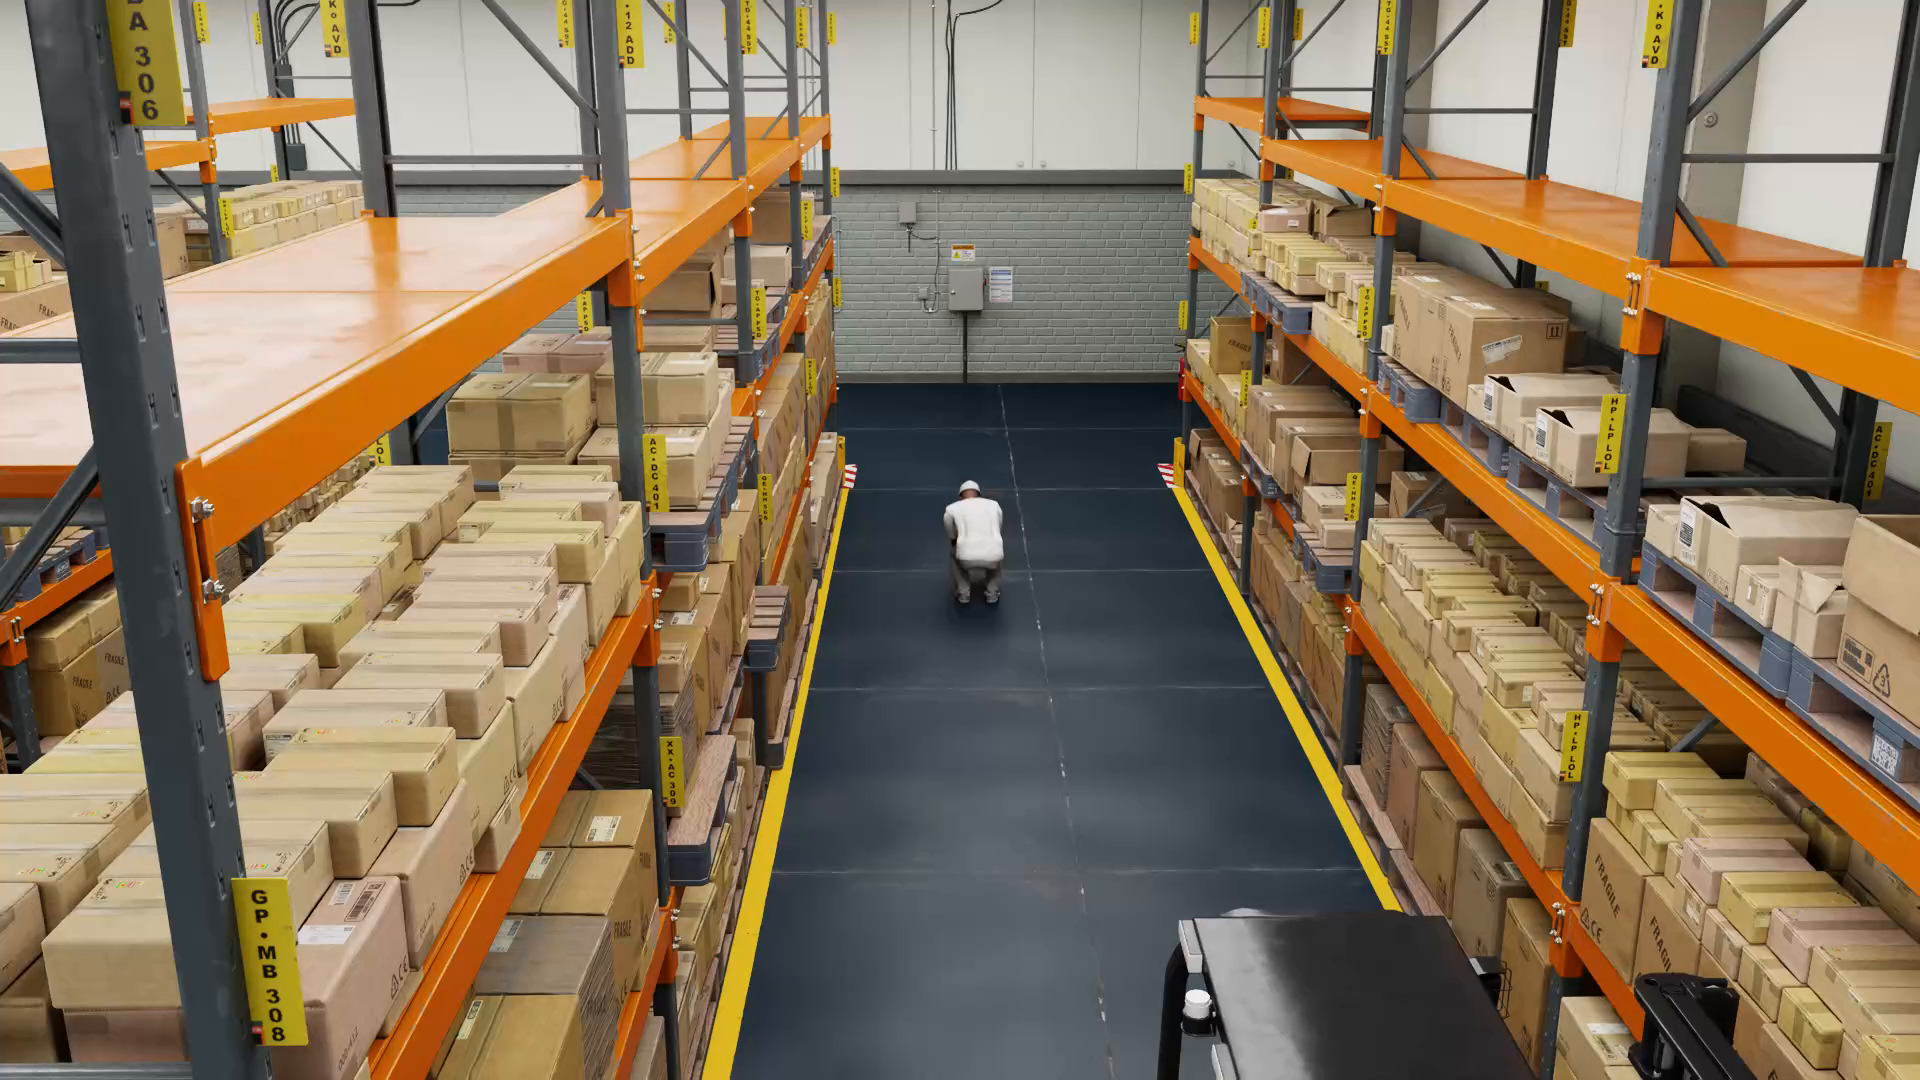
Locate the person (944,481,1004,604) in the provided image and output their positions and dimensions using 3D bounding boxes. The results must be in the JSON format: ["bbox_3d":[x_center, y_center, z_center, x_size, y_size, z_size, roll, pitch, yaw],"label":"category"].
[{"bbox_3d":[0.125,0.019,15.250,0.544,1.010,0.904,-1,17,-2],"label":"person"}]
